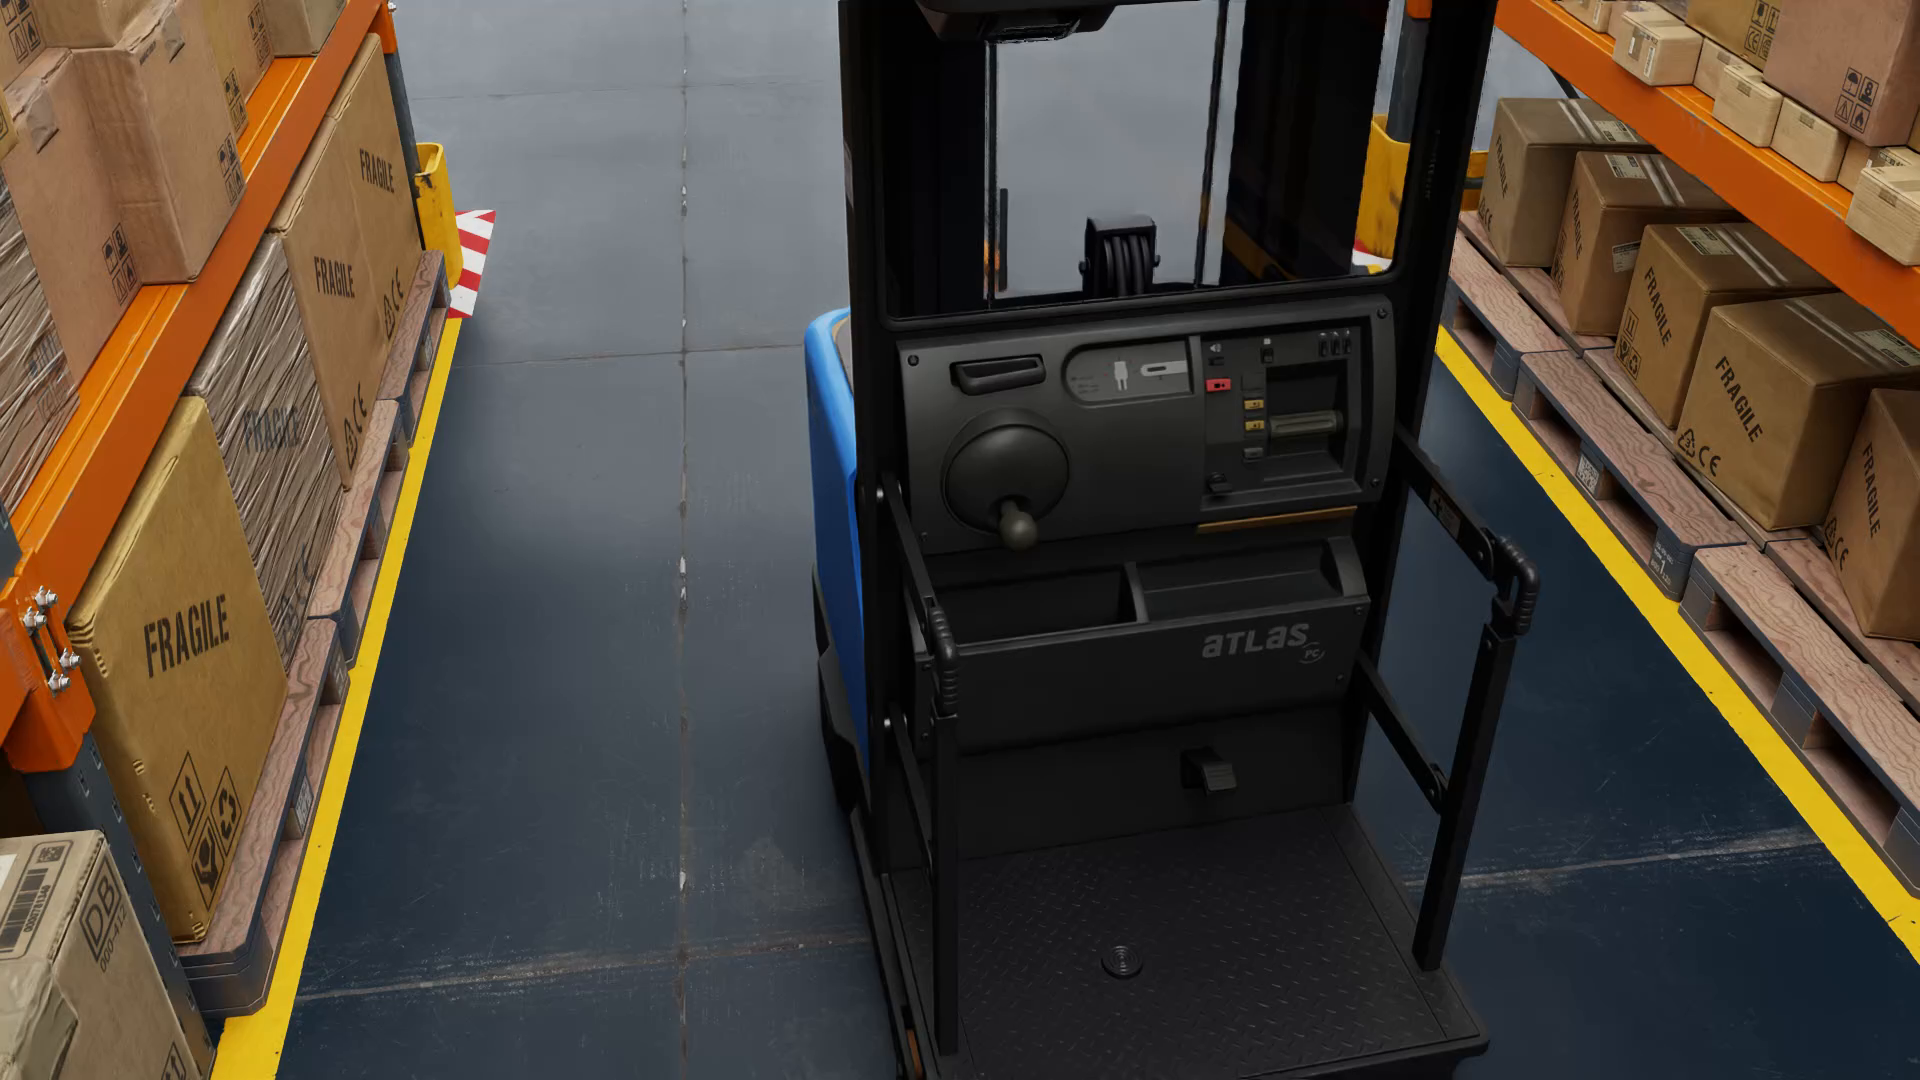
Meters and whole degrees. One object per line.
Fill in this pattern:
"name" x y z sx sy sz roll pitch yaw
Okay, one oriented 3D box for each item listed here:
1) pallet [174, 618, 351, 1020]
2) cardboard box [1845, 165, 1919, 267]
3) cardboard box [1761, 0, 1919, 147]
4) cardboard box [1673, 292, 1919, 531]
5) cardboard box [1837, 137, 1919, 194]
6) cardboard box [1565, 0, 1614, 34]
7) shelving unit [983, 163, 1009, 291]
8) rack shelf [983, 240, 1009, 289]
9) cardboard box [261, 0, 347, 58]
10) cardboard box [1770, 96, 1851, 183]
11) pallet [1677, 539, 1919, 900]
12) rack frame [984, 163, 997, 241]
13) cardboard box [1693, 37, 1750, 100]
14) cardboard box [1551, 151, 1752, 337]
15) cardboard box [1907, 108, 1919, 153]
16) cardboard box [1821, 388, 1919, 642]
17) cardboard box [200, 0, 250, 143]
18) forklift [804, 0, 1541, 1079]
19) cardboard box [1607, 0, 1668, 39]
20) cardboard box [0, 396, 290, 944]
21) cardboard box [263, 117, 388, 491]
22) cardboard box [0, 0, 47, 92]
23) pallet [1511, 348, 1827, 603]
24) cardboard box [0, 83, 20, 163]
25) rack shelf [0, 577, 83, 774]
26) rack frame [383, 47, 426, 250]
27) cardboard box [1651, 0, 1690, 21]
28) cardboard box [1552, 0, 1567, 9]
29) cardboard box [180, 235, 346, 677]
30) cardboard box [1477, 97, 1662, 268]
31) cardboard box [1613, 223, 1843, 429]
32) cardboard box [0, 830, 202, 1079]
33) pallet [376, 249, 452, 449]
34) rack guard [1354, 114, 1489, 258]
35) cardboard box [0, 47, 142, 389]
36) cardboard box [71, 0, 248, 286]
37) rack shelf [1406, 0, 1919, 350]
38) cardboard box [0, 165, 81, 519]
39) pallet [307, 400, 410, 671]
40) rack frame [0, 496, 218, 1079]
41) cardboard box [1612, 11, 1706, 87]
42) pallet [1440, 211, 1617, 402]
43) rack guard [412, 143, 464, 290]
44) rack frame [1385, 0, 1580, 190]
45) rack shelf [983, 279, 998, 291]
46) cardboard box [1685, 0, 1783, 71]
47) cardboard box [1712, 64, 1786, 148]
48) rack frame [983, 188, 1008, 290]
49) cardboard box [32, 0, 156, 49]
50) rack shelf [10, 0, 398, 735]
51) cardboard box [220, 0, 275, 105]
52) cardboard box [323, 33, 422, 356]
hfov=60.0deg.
"pallet" -2.124 0.672 4.077 1.003 0.211 1.213 -4 35 -6
"cardboard box" 2.366 -0.779 3.952 0.380 0.149 0.250 -4 35 -6
"cardboard box" 2.630 -1.342 4.203 0.875 0.500 0.500 -4 35 -6
"cardboard box" 2.569 -0.396 5.014 0.500 0.500 0.500 -7 35 -11
"cardboard box" 2.463 -0.928 4.171 0.380 0.149 0.250 -4 35 -6
"cardboard box" 2.207 -1.761 5.393 0.380 0.149 0.250 -4 35 -6
"shelving unit" -0.002 -0.504 4.924 0.258 1.200 0.189 -4 35 -6
"rack shelf" -0.002 -0.765 4.746 0.258 0.103 0.180 -4 35 -6
"cardboard box" -2.447 -1.835 5.146 0.875 0.550 0.550 -4 35 -6
"cardboard box" 2.390 -1.065 4.372 0.380 0.149 0.250 -4 35 -6
"pallet" 2.704 0.411 4.460 1.003 0.211 1.213 -4 35 -6
"rack frame" -0.014 -0.555 4.999 0.240 1.200 0.006 -4 35 -6
"cardboard box" 2.364 -1.347 4.786 0.380 0.149 0.250 -4 35 -6
"cardboard box" 2.473 -1.061 5.991 0.500 0.500 0.500 4 35 6
"cardboard box" 2.797 -1.071 3.805 0.875 0.500 0.500 -4 35 -6
"cardboard box" 2.730 -0.055 4.514 0.500 0.500 0.500 6 35 9
"cardboard box" -2.384 -1.221 4.244 0.875 0.550 0.500 -4 35 -6
"forklift" 0.400 -0.150 2.868 1.130 2.935 3.031 -7 35 -10
"cardboard box" 2.268 -1.624 5.192 0.380 0.149 0.250 -4 35 -6
"cardboard box" -2.115 0.298 3.663 0.875 0.875 0.875 -4 34 -6
"cardboard box" -2.360 -0.713 5.147 0.875 0.875 0.875 -5 35 -7
"cardboard box" -2.304 -1.065 3.057 0.875 0.550 0.550 -4 35 -6
"pallet" 2.536 -0.271 5.461 1.003 0.211 1.213 -4 35 -6
"cardboard box" -2.115 -0.767 2.619 0.875 0.550 0.550 -4 35 -6
"rack shelf" -1.831 1.363 1.225 1.077 0.370 4.000 -4 35 -6
"rack frame" -2.638 -2.282 5.935 1.000 3.000 0.127 -4 35 -6
"cardboard box" 2.548 -1.904 5.028 0.875 0.500 0.500 -4 35 -6
"cardboard box" 2.181 -1.901 5.599 0.380 0.149 0.250 -4 35 -6
"cardboard box" -2.240 -0.205 4.400 0.875 0.875 0.875 -4 34 -6
"cardboard box" 2.358 -1.392 6.476 0.500 0.500 0.500 2 34 2
"cardboard box" 2.538 -0.711 5.476 0.500 0.500 0.500 -1 34 -2
"cardboard box" -1.927 1.046 2.677 1.050 0.750 0.750 -5 35 -7
"pallet" -2.452 -0.690 6.075 1.003 0.211 1.213 -4 35 -6
"rack guard" 2.301 -1.526 7.045 1.175 0.500 0.348 -4 35 -6
"cardboard box" -2.257 -0.622 3.366 0.875 0.550 0.550 -4 35 -6
"cardboard box" -2.213 -0.932 3.822 0.875 0.550 0.550 -4 35 -6
"rack shelf" 2.560 -1.188 4.969 1.077 0.370 4.000 -4 35 -6
"cardboard box" -2.161 -0.317 2.918 0.875 0.550 0.550 -4 35 -6
"pallet" -2.292 -0.010 5.078 1.003 0.211 1.213 -4 35 -6
"rack frame" -2.100 -0.050 2.660 1.000 3.000 0.127 -4 35 -6
"cardboard box" 2.199 -1.476 4.976 0.380 0.149 0.250 -4 35 -6
"pallet" 2.375 -0.951 6.458 1.003 0.211 1.213 -4 35 -6
"rack guard" -2.641 -1.263 6.659 1.175 0.500 0.348 -4 35 -6
"rack frame" 2.291 -2.601 6.404 1.000 3.000 0.127 -4 35 -6
"rack shelf" -0.002 -0.665 4.814 0.258 0.103 0.180 -4 35 -6
"cardboard box" 2.604 -1.625 4.617 0.875 0.500 0.500 -4 35 -6
"cardboard box" 2.322 -1.201 4.572 0.380 0.149 0.250 -4 35 -6
"rack frame" 0.010 -0.453 4.849 0.240 1.200 0.006 -4 35 -6
"cardboard box" -2.241 -1.377 3.514 0.875 0.550 0.550 -4 35 -6
"rack shelf" -2.369 -0.869 4.500 1.077 0.370 4.000 -4 35 -6
"cardboard box" -2.496 -1.513 4.674 0.875 0.550 0.550 -4 35 -6
"cardboard box" -2.481 -1.204 5.867 0.875 0.875 0.875 -4 34 -6
